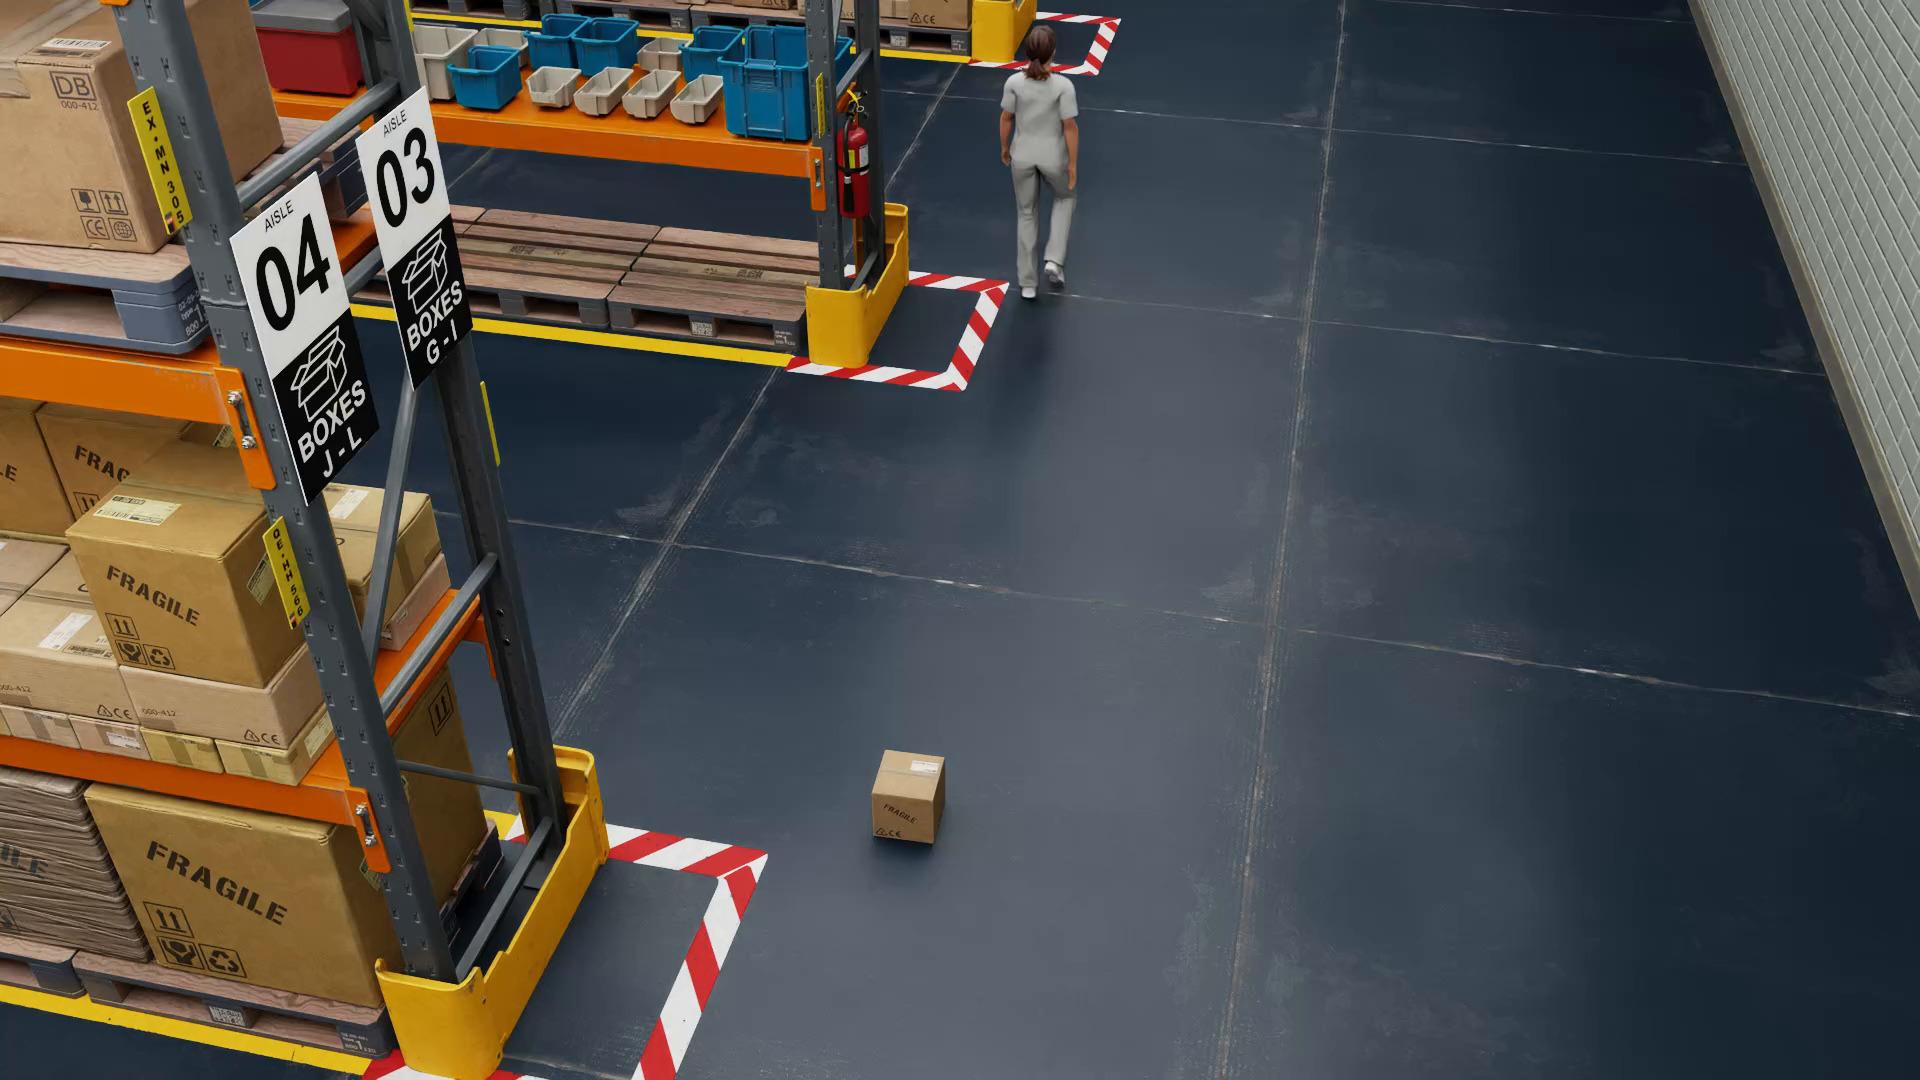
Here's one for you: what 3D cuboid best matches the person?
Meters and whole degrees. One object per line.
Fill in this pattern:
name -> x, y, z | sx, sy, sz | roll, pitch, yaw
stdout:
person -> 0.475, -2.280, 10.013 | 0.494, 1.693, 0.478 | 7, 37, 9
